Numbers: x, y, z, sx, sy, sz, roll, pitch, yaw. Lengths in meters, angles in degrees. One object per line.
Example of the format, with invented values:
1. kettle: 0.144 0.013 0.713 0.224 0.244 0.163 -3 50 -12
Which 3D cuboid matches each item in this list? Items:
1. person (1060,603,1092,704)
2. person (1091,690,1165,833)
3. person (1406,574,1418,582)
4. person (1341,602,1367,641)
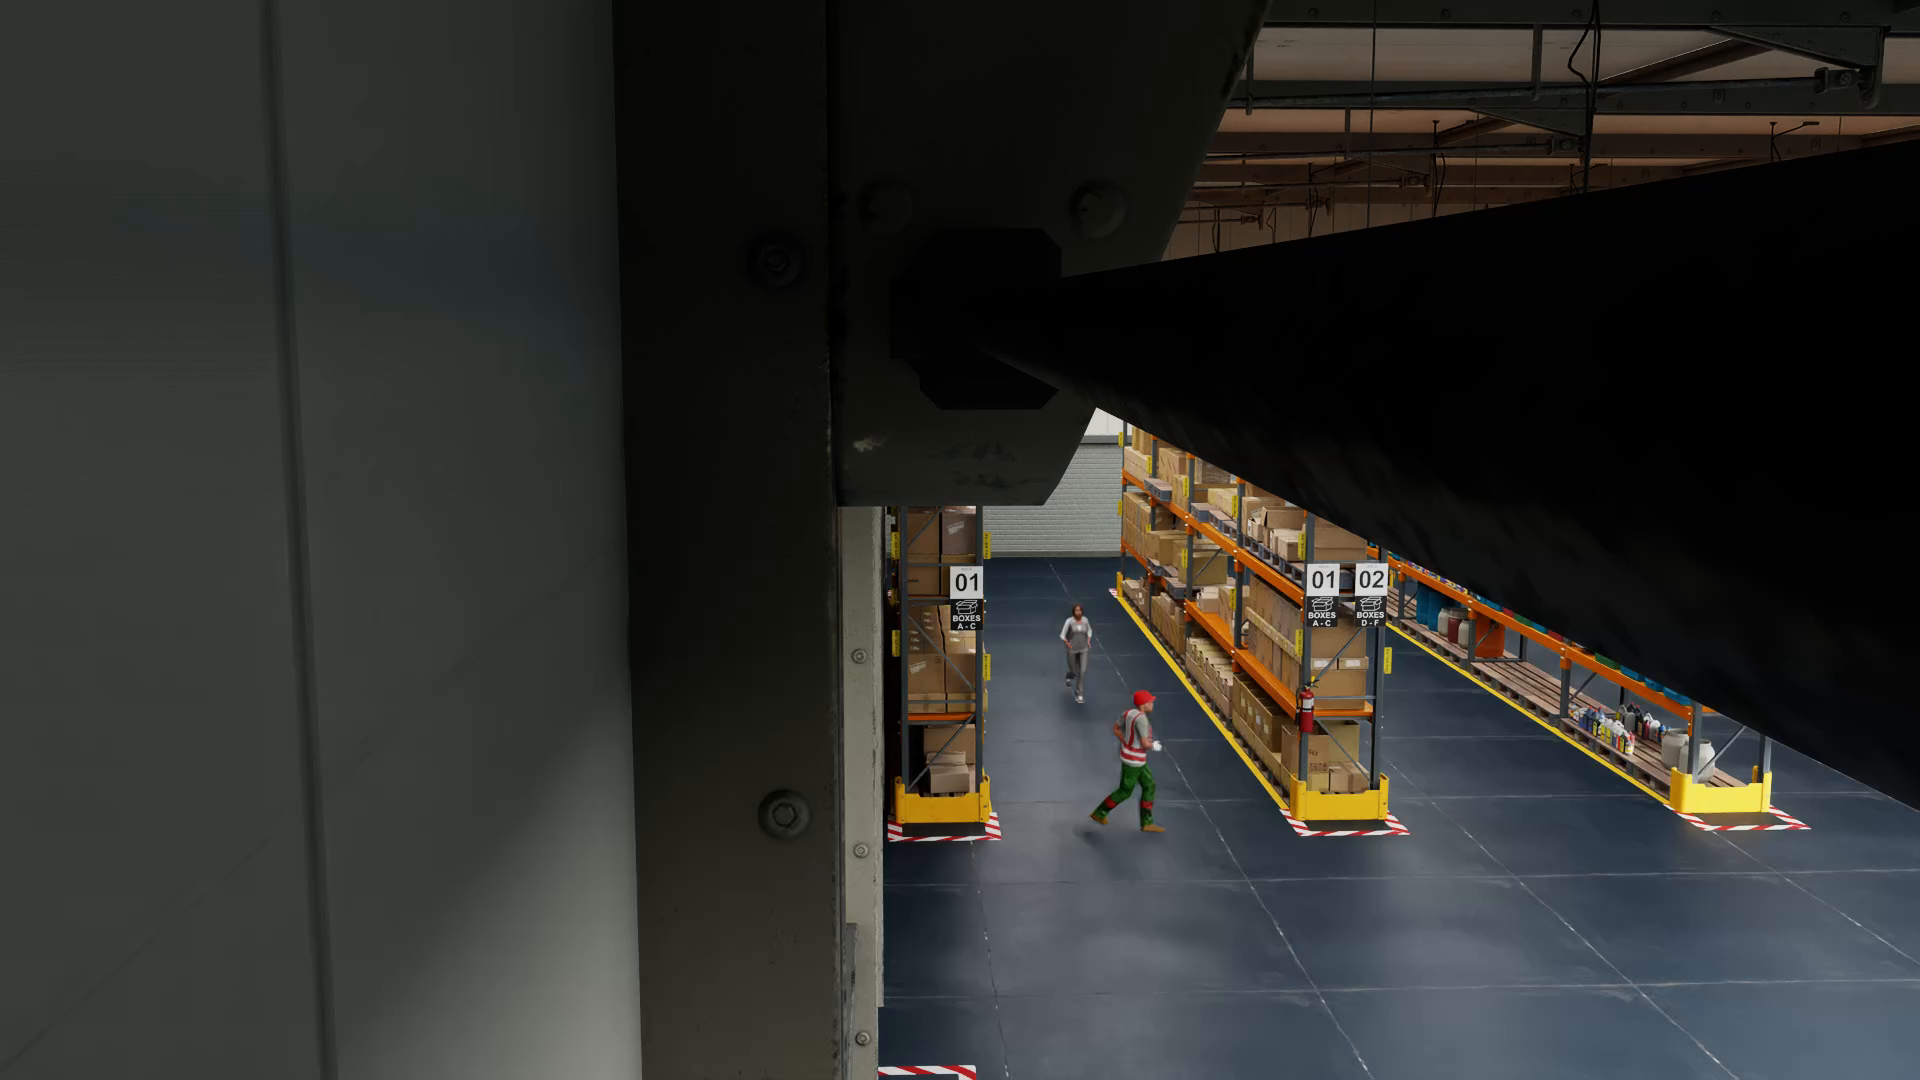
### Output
1. person: 1.881 1.799 26.830 0.548 1.588 0.770 -1 8 -10
2. person: 2.022 2.658 19.911 0.895 1.750 0.611 0 8 2
3. person: 10.686 0.199 38.397 0.808 1.532 0.581 3 8 18
4. person: 6.755 1.481 28.262 0.634 1.782 0.699 -2 8 -16
